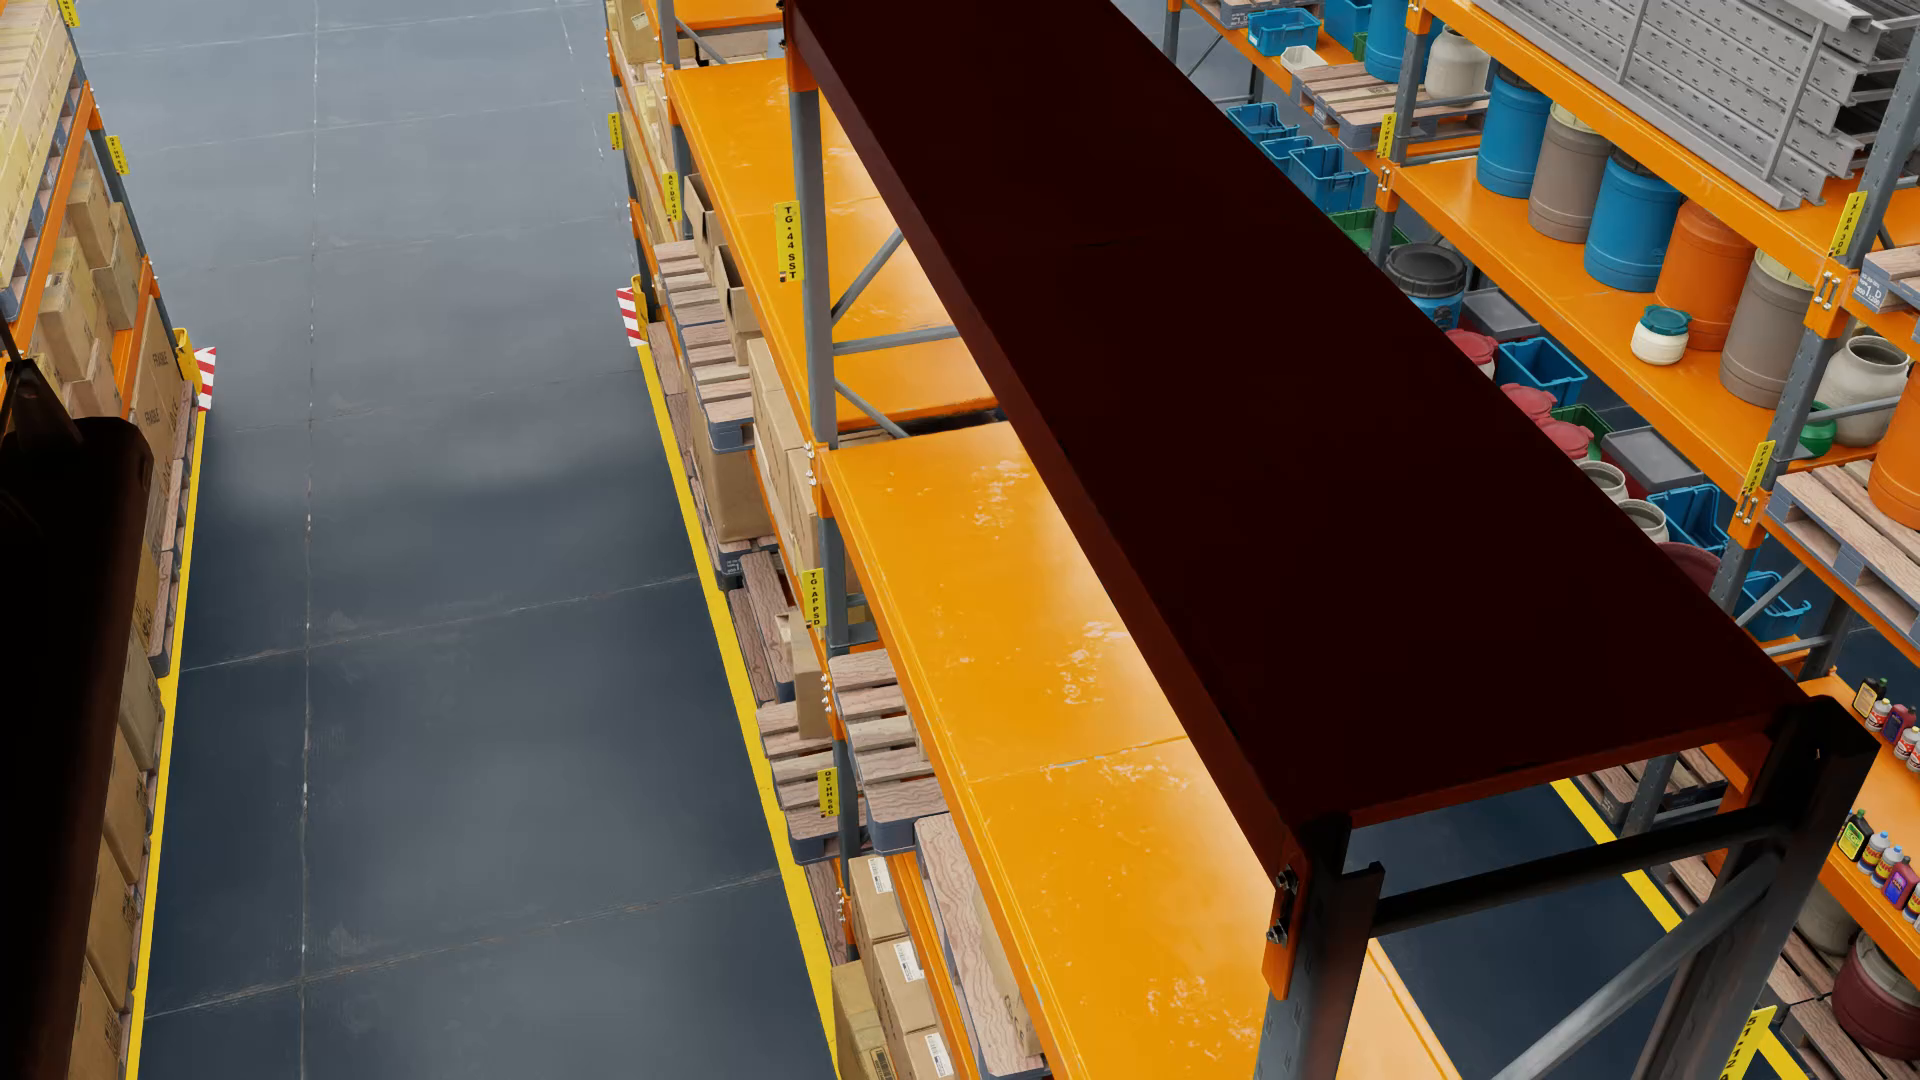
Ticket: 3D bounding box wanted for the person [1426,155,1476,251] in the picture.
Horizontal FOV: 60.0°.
[{"bbox_3d":[4.426,-3.021,15.216,0.403,1.779,0.640,-5,39,-6],"label":"person"}]
